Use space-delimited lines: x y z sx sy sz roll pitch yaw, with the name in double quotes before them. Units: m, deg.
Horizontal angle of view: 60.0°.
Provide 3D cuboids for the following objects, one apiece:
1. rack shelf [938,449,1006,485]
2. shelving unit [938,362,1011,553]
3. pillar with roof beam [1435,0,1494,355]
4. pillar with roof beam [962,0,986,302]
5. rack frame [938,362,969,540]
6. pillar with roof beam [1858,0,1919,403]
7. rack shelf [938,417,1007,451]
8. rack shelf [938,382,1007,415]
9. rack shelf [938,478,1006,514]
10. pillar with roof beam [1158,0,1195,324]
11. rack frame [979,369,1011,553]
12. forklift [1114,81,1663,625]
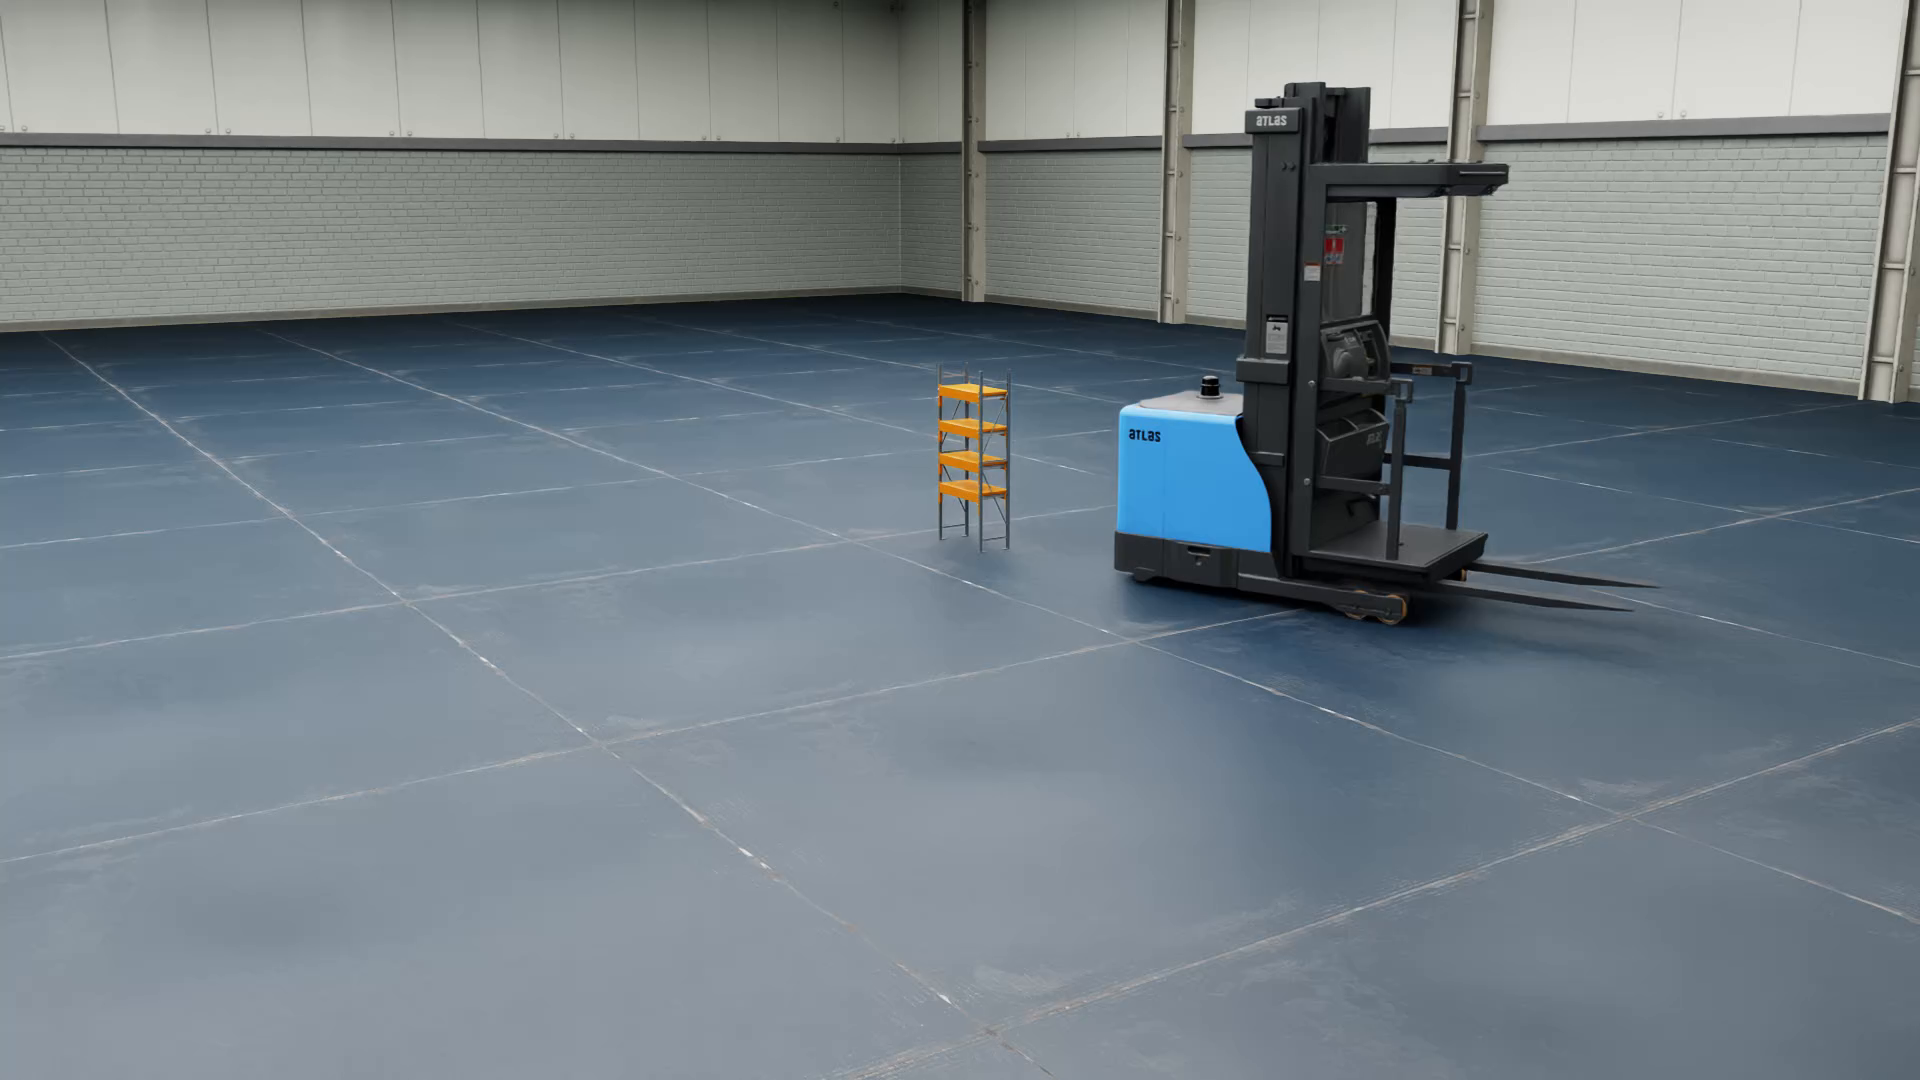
"rack shelf" 0.092 -0.491 11.113 0.258 0.148 0.480 -8 15 -33
"shelving unit" 0.092 -0.557 11.099 0.258 1.200 0.503 -8 15 -33
"pillar with roof beam" 3.336 -6.506 20.050 9.100 9.000 0.400 -8 15 -33
"pillar with roof beam" -3.313 -8.640 29.809 9.100 9.000 0.400 -8 15 -33
"rack frame" -0.043 -0.600 11.297 0.240 1.200 0.015 -8 15 -33
"pillar with roof beam" 6.660 -5.439 15.170 9.100 9.000 0.400 -8 15 -33
"rack shelf" 0.092 -0.710 11.066 0.258 0.148 0.480 -8 15 -33
"rack shelf" 0.092 -0.941 11.015 0.258 0.148 0.480 -8 15 -33
"rack shelf" 0.092 -0.297 11.156 0.258 0.148 0.480 -8 15 -33
"pillar with roof beam" 0.011 -7.573 24.929 9.100 9.000 0.400 -8 15 -33
"rack frame" 0.227 -0.513 10.901 0.240 1.200 0.015 -8 15 -33
"forklift" 2.448 -1.091 9.490 3.031 2.935 1.130 8 15 34
